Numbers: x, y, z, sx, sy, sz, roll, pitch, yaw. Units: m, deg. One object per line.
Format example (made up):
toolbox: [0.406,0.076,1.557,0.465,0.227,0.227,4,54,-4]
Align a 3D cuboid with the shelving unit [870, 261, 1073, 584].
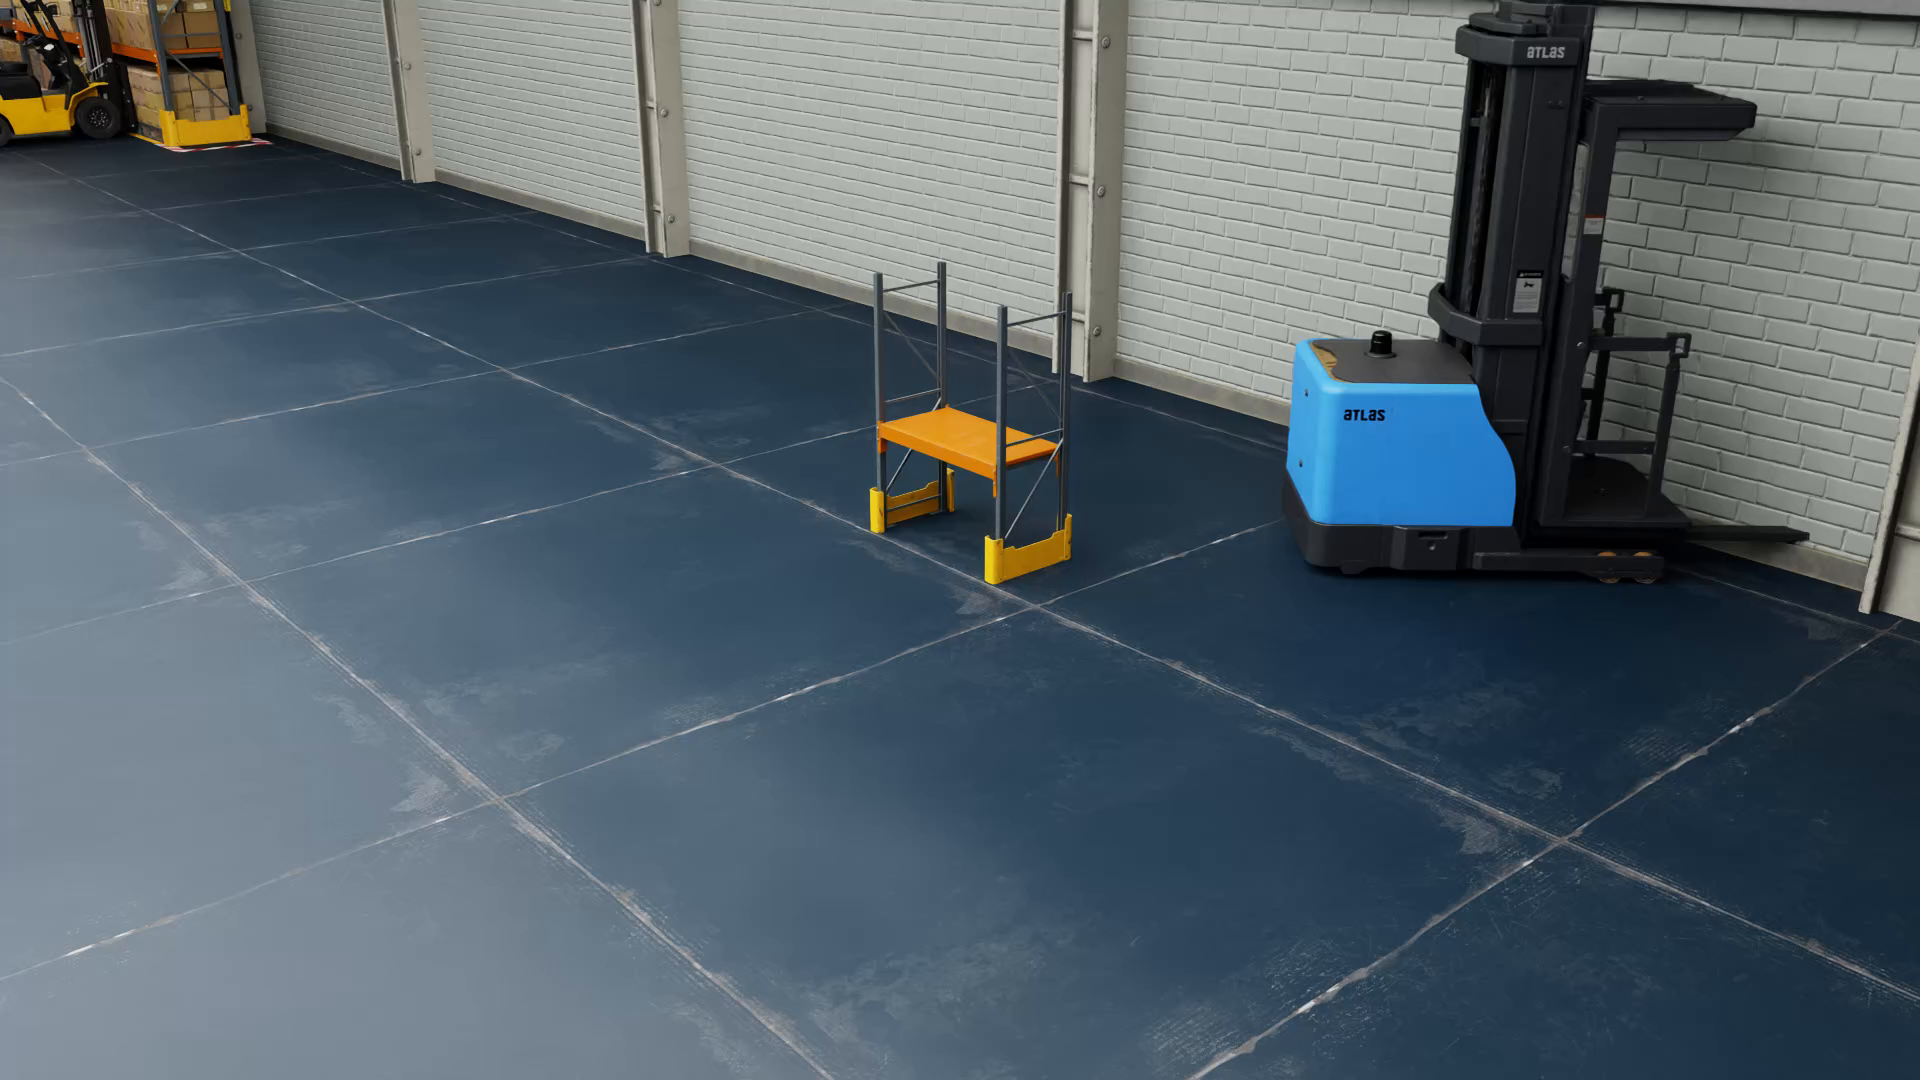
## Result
shelving unit: [0.050,-0.677,9.157,0.587,1.500,1.083,-17,27,-37]

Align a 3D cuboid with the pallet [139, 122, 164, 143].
pallet: [-11.561,-6.141,24.874,1.003,0.211,1.213,-17,27,-37]

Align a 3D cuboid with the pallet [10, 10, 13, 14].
pallet: [-17.525,-9.895,30.898,1.003,0.211,1.213,-17,27,-37]

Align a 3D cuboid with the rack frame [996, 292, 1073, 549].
rack frame: [0.388,-0.534,8.792,0.500,1.500,0.032,-17,27,-37]

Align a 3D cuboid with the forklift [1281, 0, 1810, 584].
forklift: [3.396,-1.329,8.859,3.031,2.935,1.130,1,21,2]

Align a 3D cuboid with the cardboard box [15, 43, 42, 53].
cardboard box: [-16.766,-8.858,29.950,0.380,0.149,0.250,-19,28,-40]

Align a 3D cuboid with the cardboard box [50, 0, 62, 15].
cardboard box: [-14.496,-8.721,27.158,0.500,0.250,0.500,-18,28,-39]

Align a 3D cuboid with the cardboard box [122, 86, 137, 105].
cardboard box: [-12.256,-6.725,25.050,0.500,0.250,0.500,-18,28,-39]

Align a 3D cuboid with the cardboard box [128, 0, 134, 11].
cardboard box: [-11.934,-7.837,24.353,0.380,0.149,0.250,-18,27,-38]

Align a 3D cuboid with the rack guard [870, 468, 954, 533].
rack guard: [-0.275,-0.233,9.736,0.587,0.250,0.087,-17,27,-37]

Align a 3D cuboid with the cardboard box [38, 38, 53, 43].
cardboard box: [-17.046,-9.288,31.046,0.380,0.149,0.250,-18,28,-39]

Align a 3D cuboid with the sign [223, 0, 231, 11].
sign: [-10.605,-7.809,24.012,0.100,0.325,0.005,-17,27,-37]

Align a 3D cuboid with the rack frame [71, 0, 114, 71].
rack frame: [-13.641,-8.343,26.673,1.000,3.000,0.127,-17,27,-37]

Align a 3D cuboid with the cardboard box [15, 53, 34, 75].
cardboard box: [-16.691,-8.546,30.041,0.500,0.500,0.500,-16,27,-36]

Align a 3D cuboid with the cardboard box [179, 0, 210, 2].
cardboard box: [-11.087,-7.869,24.027,0.380,0.149,0.250,-18,28,-38]

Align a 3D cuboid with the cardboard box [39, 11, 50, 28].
cardboard box: [-15.144,-8.773,27.976,0.500,0.250,0.500,-16,27,-36]

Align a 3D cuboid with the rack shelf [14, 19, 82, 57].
rack shelf: [-14.946,-8.561,28.215,1.077,0.370,4.000,-17,27,-37]

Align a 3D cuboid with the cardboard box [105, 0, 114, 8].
cardboard box: [-12.638,-8.109,25.049,0.380,0.149,0.250,-18,28,-38]

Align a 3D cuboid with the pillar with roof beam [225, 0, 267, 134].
pillar with roof beam: [-14.063,-9.414,21.179,9.100,9.000,0.400,-17,27,-37]

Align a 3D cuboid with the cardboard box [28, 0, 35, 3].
cardboard box: [-15.493,-9.143,28.235,0.500,0.250,0.500,-18,28,-39]

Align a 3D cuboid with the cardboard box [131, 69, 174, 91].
cardboard box: [-11.904,-6.812,24.585,0.500,0.250,0.500,-17,27,-36]

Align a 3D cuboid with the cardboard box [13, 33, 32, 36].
cardboard box: [-18.063,-9.718,32.144,0.380,0.149,0.250,-17,27,-37]

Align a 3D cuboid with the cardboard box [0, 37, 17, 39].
cardboard box: [-17.732,-9.311,31.106,0.380,0.149,0.250,-17,27,-37]

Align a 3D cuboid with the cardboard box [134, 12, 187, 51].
cardboard box: [-11.550,-7.358,24.020,0.500,0.500,0.500,-18,28,-39]

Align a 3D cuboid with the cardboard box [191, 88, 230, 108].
cardboard box: [-11.179,-6.565,24.643,0.500,0.250,0.500,-17,27,-36]

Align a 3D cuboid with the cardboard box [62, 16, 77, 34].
cardboard box: [-14.168,-8.350,26.896,0.500,0.250,0.500,-17,27,-36]

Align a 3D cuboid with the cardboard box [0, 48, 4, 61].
cardboard box: [-17.706,-8.969,31.123,0.500,0.500,0.500,-19,28,-39]

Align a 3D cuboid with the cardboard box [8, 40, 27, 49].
cardboard box: [-17.244,-9.093,30.550,0.380,0.149,0.250,-16,27,-36]

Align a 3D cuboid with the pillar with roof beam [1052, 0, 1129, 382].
pillar with roof beam: [-2.313,-4.440,8.482,9.100,9.000,0.400,-17,27,-37]

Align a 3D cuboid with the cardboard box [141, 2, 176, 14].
cardboard box: [-11.468,-7.616,23.789,0.380,0.149,0.250,-17,27,-37]

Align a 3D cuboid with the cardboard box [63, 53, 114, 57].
cardboard box: [-14.983,-7.998,28.472,0.875,0.625,0.625,-19,28,-40]

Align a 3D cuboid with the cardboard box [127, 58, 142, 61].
cardboard box: [-12.831,-7.498,26.337,0.500,0.250,0.500,-18,28,-38]

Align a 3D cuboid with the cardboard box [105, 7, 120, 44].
cardboard box: [-12.553,-7.781,25.101,0.500,0.500,0.500,-17,27,-37]

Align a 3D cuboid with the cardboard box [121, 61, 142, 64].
cardboard box: [-12.903,-7.237,25.672,0.500,0.250,0.500,-16,27,-36]

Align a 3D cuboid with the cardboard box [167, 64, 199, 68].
cardboard box: [-11.847,-7.075,25.257,0.500,0.250,0.500,-18,27,-38]

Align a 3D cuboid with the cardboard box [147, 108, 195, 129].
cardboard box: [-11.576,-6.208,24.415,0.500,0.250,0.500,-17,27,-37]

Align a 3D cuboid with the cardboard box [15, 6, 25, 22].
cardboard box: [-16.147,-9.198,29.060,0.500,0.250,0.500,-17,27,-37]

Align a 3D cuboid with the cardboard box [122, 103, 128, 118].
cardboard box: [-12.569,-6.626,25.483,0.500,0.250,0.500,-16,27,-36]

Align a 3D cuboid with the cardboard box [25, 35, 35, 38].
cardboard box: [-17.527,-9.507,31.605,0.380,0.149,0.250,-17,27,-37]
